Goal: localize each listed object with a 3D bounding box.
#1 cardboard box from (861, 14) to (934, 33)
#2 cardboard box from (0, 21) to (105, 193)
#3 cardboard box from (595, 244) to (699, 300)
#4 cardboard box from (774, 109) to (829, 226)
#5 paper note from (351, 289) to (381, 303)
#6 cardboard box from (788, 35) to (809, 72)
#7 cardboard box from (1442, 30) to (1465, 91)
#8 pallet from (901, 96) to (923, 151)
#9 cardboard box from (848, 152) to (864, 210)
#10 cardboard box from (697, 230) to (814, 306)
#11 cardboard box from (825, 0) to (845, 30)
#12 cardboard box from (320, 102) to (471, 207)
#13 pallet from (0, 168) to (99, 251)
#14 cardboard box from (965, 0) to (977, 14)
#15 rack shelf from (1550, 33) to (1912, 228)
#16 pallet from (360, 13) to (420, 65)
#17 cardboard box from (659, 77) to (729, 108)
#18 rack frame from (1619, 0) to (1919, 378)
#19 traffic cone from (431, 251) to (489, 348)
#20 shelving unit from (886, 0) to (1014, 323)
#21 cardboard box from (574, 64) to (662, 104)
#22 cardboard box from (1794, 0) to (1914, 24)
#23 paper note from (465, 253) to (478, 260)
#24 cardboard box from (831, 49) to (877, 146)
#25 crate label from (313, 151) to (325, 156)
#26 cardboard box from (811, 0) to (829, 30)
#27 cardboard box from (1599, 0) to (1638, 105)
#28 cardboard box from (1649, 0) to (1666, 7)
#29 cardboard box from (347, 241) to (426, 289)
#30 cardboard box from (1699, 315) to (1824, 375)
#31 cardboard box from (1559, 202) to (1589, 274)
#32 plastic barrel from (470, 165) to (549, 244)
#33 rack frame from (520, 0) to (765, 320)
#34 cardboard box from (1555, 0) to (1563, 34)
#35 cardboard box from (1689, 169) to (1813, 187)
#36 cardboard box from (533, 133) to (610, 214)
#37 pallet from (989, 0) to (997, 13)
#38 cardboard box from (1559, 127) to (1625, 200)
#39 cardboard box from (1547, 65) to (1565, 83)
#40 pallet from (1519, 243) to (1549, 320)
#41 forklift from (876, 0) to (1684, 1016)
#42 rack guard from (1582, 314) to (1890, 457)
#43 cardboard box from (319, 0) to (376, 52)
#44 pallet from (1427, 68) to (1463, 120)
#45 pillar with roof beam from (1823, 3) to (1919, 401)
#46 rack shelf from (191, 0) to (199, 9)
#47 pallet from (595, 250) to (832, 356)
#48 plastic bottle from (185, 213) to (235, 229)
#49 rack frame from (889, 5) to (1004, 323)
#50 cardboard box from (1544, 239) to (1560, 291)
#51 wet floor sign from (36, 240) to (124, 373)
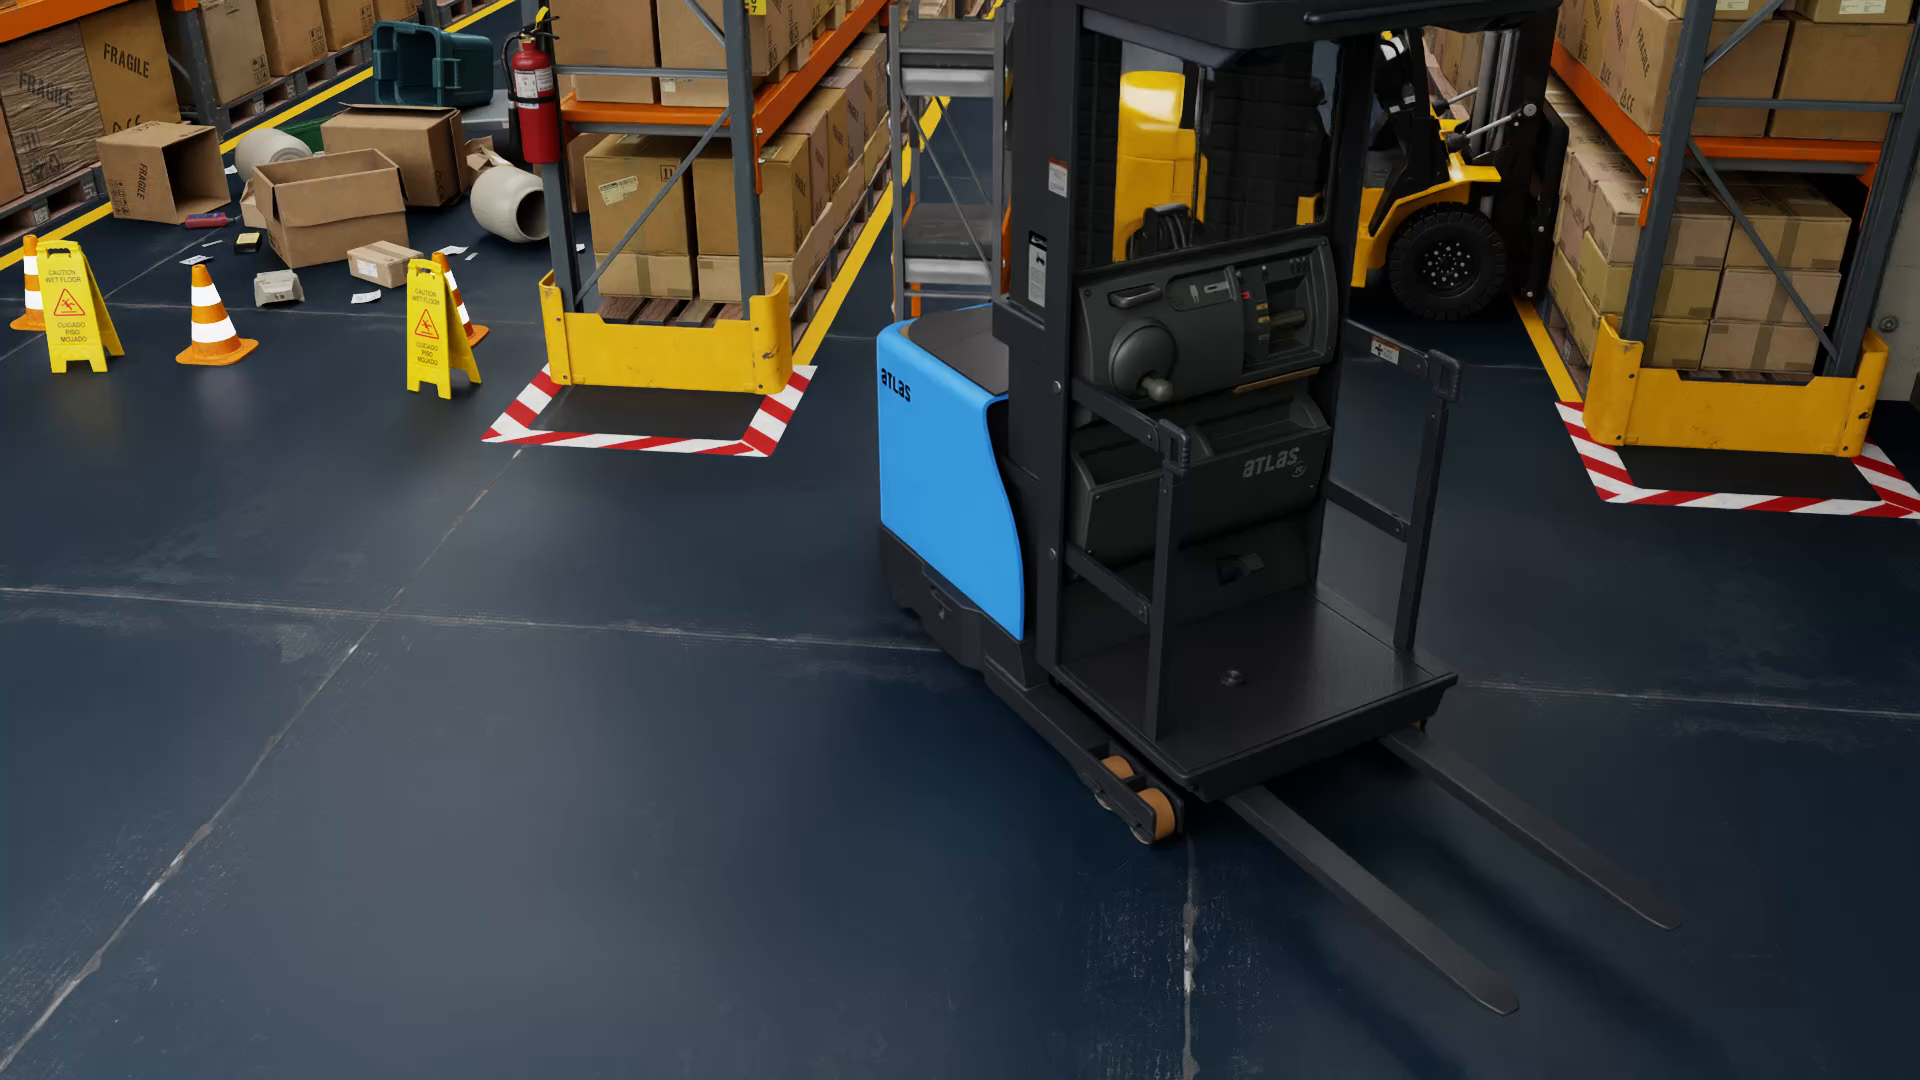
[{"bbox_3d":[-0.717,-3.924,13.200,0.950,0.372,0.625,4,29,8],"label":"cardboard box"},{"bbox_3d":[-6.126,-2.756,10.501,0.875,0.875,0.875,4,29,7],"label":"cardboard box"},{"bbox_3d":[-1.603,-1.482,8.795,0.500,0.250,0.500,3,28,6],"label":"cardboard box"},{"bbox_3d":[-1.002,-2.026,9.014,0.500,0.500,0.500,2,28,4],"label":"cardboard box"},{"bbox_3d":[-3.297,-1.354,9.231,0.148,0.019,0.142,-6,29,-11],"label":"paper note"},{"bbox_3d":[-0.984,-2.494,8.482,0.380,0.149,0.250,4,29,7],"label":"cardboard box"},{"bbox_3d":[4.225,-3.801,12.704,0.875,0.625,0.625,2,28,4],"label":"cardboard box"},{"bbox_3d":[-0.854,-3.122,12.323,1.003,0.211,1.213,3,28,6],"label":"pallet"},{"bbox_3d":[-0.875,-2.173,10.078,0.500,0.250,0.500,4,29,7],"label":"cardboard box"},{"bbox_3d":[-1.064,-1.438,8.714,0.500,0.250,0.500,3,28,6],"label":"cardboard box"},{"bbox_3d":[-0.862,-2.983,9.390,0.380,0.149,0.250,4,29,7],"label":"cardboard box"},{"bbox_3d":[-3.629,-2.476,10.672,0.797,0.637,0.503,3,28,6],"label":"cardboard box"},{"bbox_3d":[-6.190,-2.066,10.363,1.003,0.211,1.213,3,28,6],"label":"pallet"},{"bbox_3d":[-0.290,-5.436,15.475,0.875,0.875,0.875,3,28,6],"label":"cardboard box"},{"bbox_3d":[3.734,-2.438,8.872,1.077,0.370,4.000,3,28,6],"label":"rack shelf"},{"bbox_3d":[-5.554,-4.512,14.902,1.003,0.211,1.213,3,28,6],"label":"pallet"},{"bbox_3d":[-1.191,-2.138,7.820,0.380,0.149,0.250,3,29,6],"label":"cardboard box"},{"bbox_3d":[3.489,-1.814,6.954,1.000,3.000,0.127,3,28,6],"label":"rack frame"},{"bbox_3d":[-2.665,-1.261,8.603,0.336,0.463,0.334,3,28,6],"label":"traffic cone"},{"bbox_3d":[-0.019,-1.032,6.451,0.431,2.100,0.503,3,28,6],"label":"shelving unit"},{"bbox_3d":[-1.604,-2.178,7.896,0.380,0.149,0.250,4,29,8],"label":"cardboard box"},{"bbox_3d":[3.788,-2.288,7.045,0.380,0.149,0.250,3,28,5],"label":"cardboard box"},{"bbox_3d":[-2.897,-1.682,9.862,0.032,0.001,0.123,3,28,6],"label":"paper note"},{"bbox_3d":[-0.814,-2.754,10.365,0.500,0.500,0.500,4,29,7],"label":"cardboard box"},{"bbox_3d":[-4.364,-2.555,11.349,0.298,0.136,0.250,-17,33,-29],"label":"crate label"},{"bbox_3d":[-0.983,-2.966,8.674,0.500,0.500,0.500,3,28,5],"label":"cardboard box"},{"bbox_3d":[3.362,-2.348,7.841,0.500,0.500,0.500,4,29,8],"label":"cardboard box"},{"bbox_3d":[3.255,-2.445,7.336,0.380,0.149,0.250,4,29,7],"label":"cardboard box"},{"bbox_3d":[-3.282,-1.579,9.525,0.380,0.149,0.250,20,34,32],"label":"cardboard box"},{"bbox_3d":[3.743,-1.008,7.915,0.500,0.250,0.500,3,29,6],"label":"cardboard box"},{"bbox_3d":[3.311,-1.491,8.284,0.500,0.250,0.500,3,28,6],"label":"cardboard box"},{"bbox_3d":[-2.687,-2.026,10.065,0.421,0.421,0.512,-24,36,-37],"label":"plastic barrel"},{"bbox_3d":[-1.438,-2.100,7.486,1.000,3.000,0.127,3,28,6],"label":"rack frame"},{"bbox_3d":[3.557,-3.062,9.166,0.500,0.500,0.500,3,28,6],"label":"cardboard box"},{"bbox_3d":[3.794,-1.679,8.106,0.500,0.250,0.500,3,28,6],"label":"cardboard box"},{"bbox_3d":[-2.429,-2.459,10.784,0.500,0.500,0.500,-24,36,-37],"label":"cardboard box"},{"bbox_3d":[-0.134,-5.578,16.881,1.003,0.211,1.213,3,28,6],"label":"pallet"},{"bbox_3d":[3.345,-1.942,8.594,0.500,0.250,0.500,4,29,7],"label":"cardboard box"},{"bbox_3d":[3.536,-2.662,9.930,0.500,0.250,0.500,3,28,6],"label":"cardboard box"},{"bbox_3d":[3.693,-1.521,9.351,1.003,0.211,1.213,3,28,6],"label":"pallet"},{"bbox_3d":[0.866,-0.621,4.812,1.130,2.935,3.031,-16,32,-26],"label":"forklift"},{"bbox_3d":[3.486,-0.702,7.526,1.175,0.500,0.348,3,28,6],"label":"rack guard"},{"bbox_3d":[-5.650,-4.608,14.069,1.050,0.750,0.750,4,29,7],"label":"cardboard box"},{"bbox_3d":[4.178,-3.394,12.827,1.003,0.211,1.213,3,28,6],"label":"pallet"},{"bbox_3d":[0.196,-4.980,6.507,9.100,9.000,0.400,3,28,6],"label":"pillar with roof beam"},{"bbox_3d":[-5.628,-4.848,13.345,1.077,0.370,4.000,3,28,6],"label":"rack shelf"},{"bbox_3d":[-1.294,-1.289,8.920,1.003,0.211,1.213,3,28,6],"label":"pallet"},{"bbox_3d":[-4.681,-2.000,10.397,0.283,0.061,0.133,-6,29,-11],"label":"plastic bottle"},{"bbox_3d":[-0.046,-0.917,6.238,0.400,2.100,0.015,3,28,6],"label":"rack frame"},{"bbox_3d":[3.374,-1.496,8.821,0.500,0.250,0.500,4,29,7],"label":"cardboard box"},{"bbox_3d":[-4.401,-1.175,8.251,0.267,0.644,0.232,-1,28,-3],"label":"wet floor sign"}]
